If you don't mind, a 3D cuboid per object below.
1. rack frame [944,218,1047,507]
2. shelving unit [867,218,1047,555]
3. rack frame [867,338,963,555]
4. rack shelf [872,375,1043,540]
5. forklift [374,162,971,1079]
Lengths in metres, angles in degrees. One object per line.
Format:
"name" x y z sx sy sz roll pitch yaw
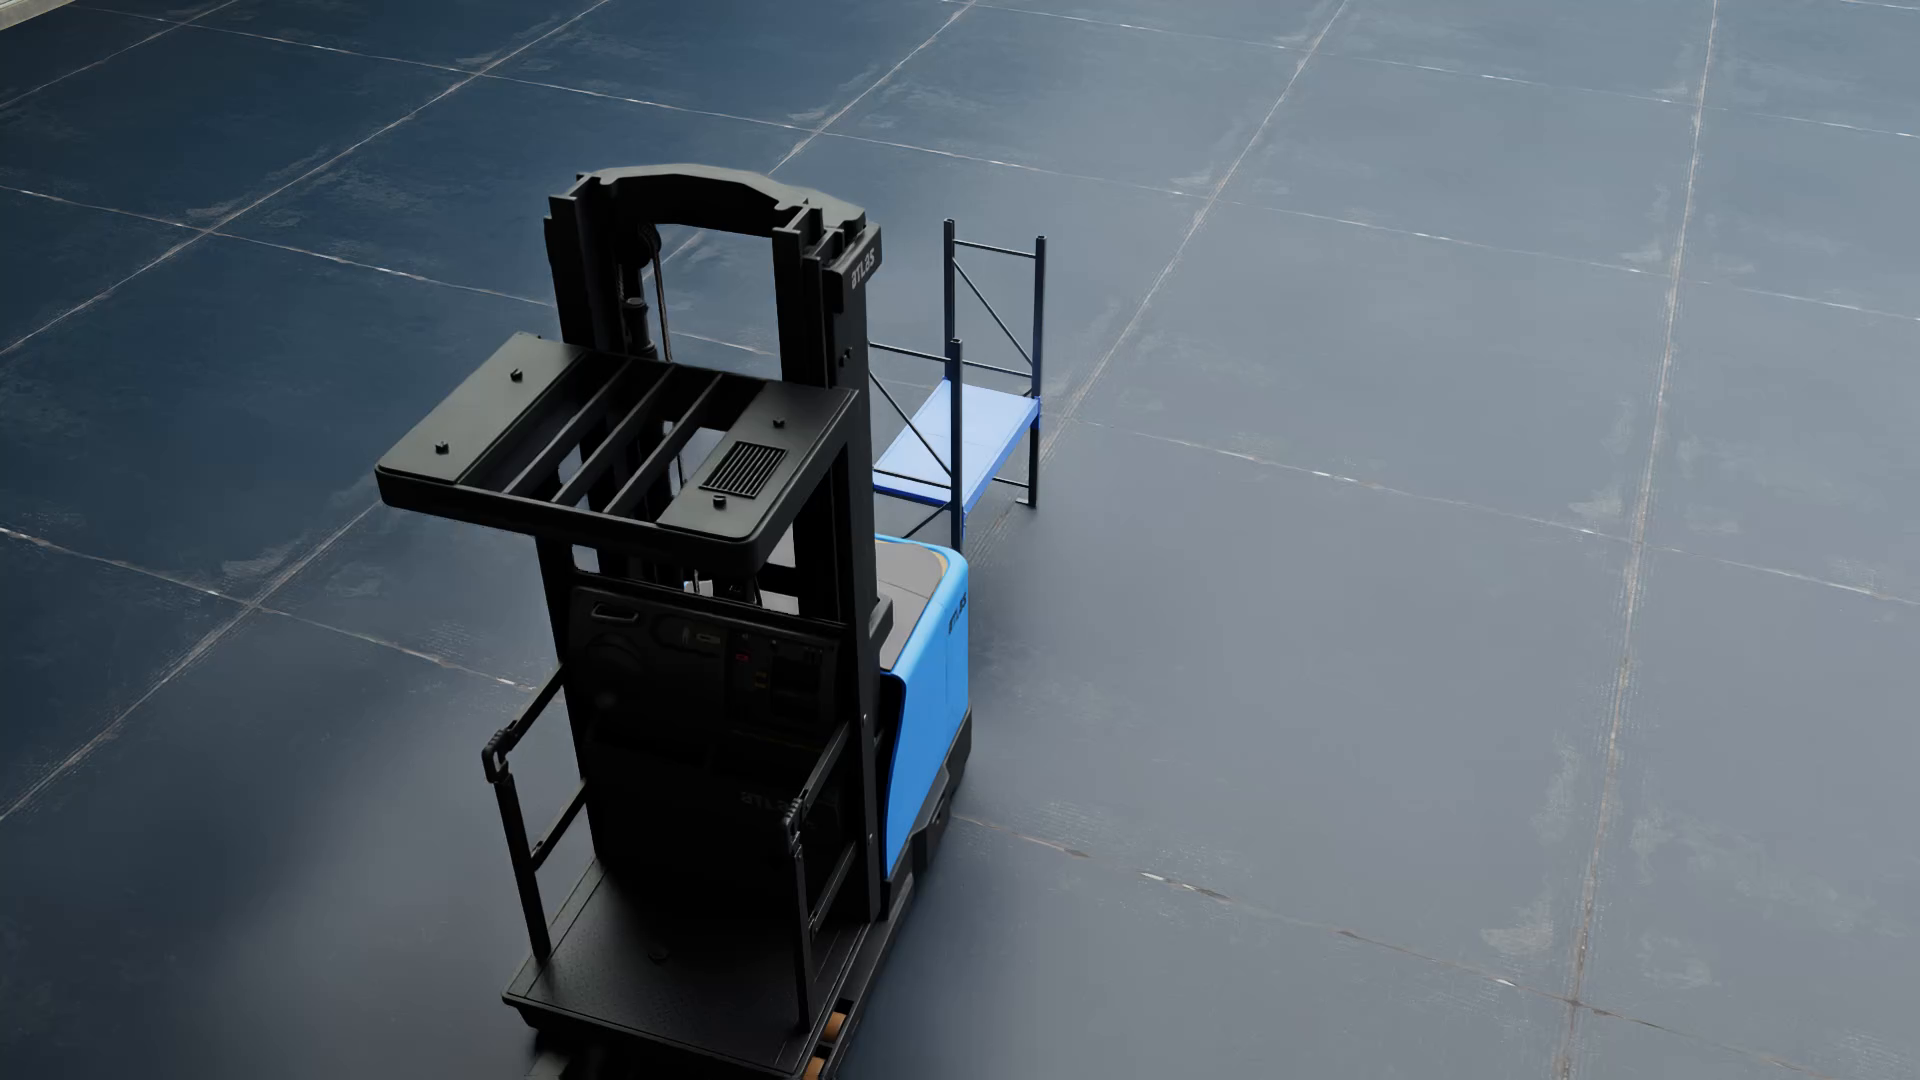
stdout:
"rack frame" 0.161 -0.835 8.114 0.500 1.500 0.032 14 39 18
"shelving unit" -0.032 -0.553 7.738 0.538 1.500 1.048 14 39 18
"rack frame" -0.226 -0.272 7.361 0.500 1.500 0.032 14 39 18
"rack shelf" -0.032 -0.409 7.845 0.538 0.185 1.000 14 39 18
"forklift" -0.891 0.476 5.164 1.130 2.935 3.031 11 38 14
